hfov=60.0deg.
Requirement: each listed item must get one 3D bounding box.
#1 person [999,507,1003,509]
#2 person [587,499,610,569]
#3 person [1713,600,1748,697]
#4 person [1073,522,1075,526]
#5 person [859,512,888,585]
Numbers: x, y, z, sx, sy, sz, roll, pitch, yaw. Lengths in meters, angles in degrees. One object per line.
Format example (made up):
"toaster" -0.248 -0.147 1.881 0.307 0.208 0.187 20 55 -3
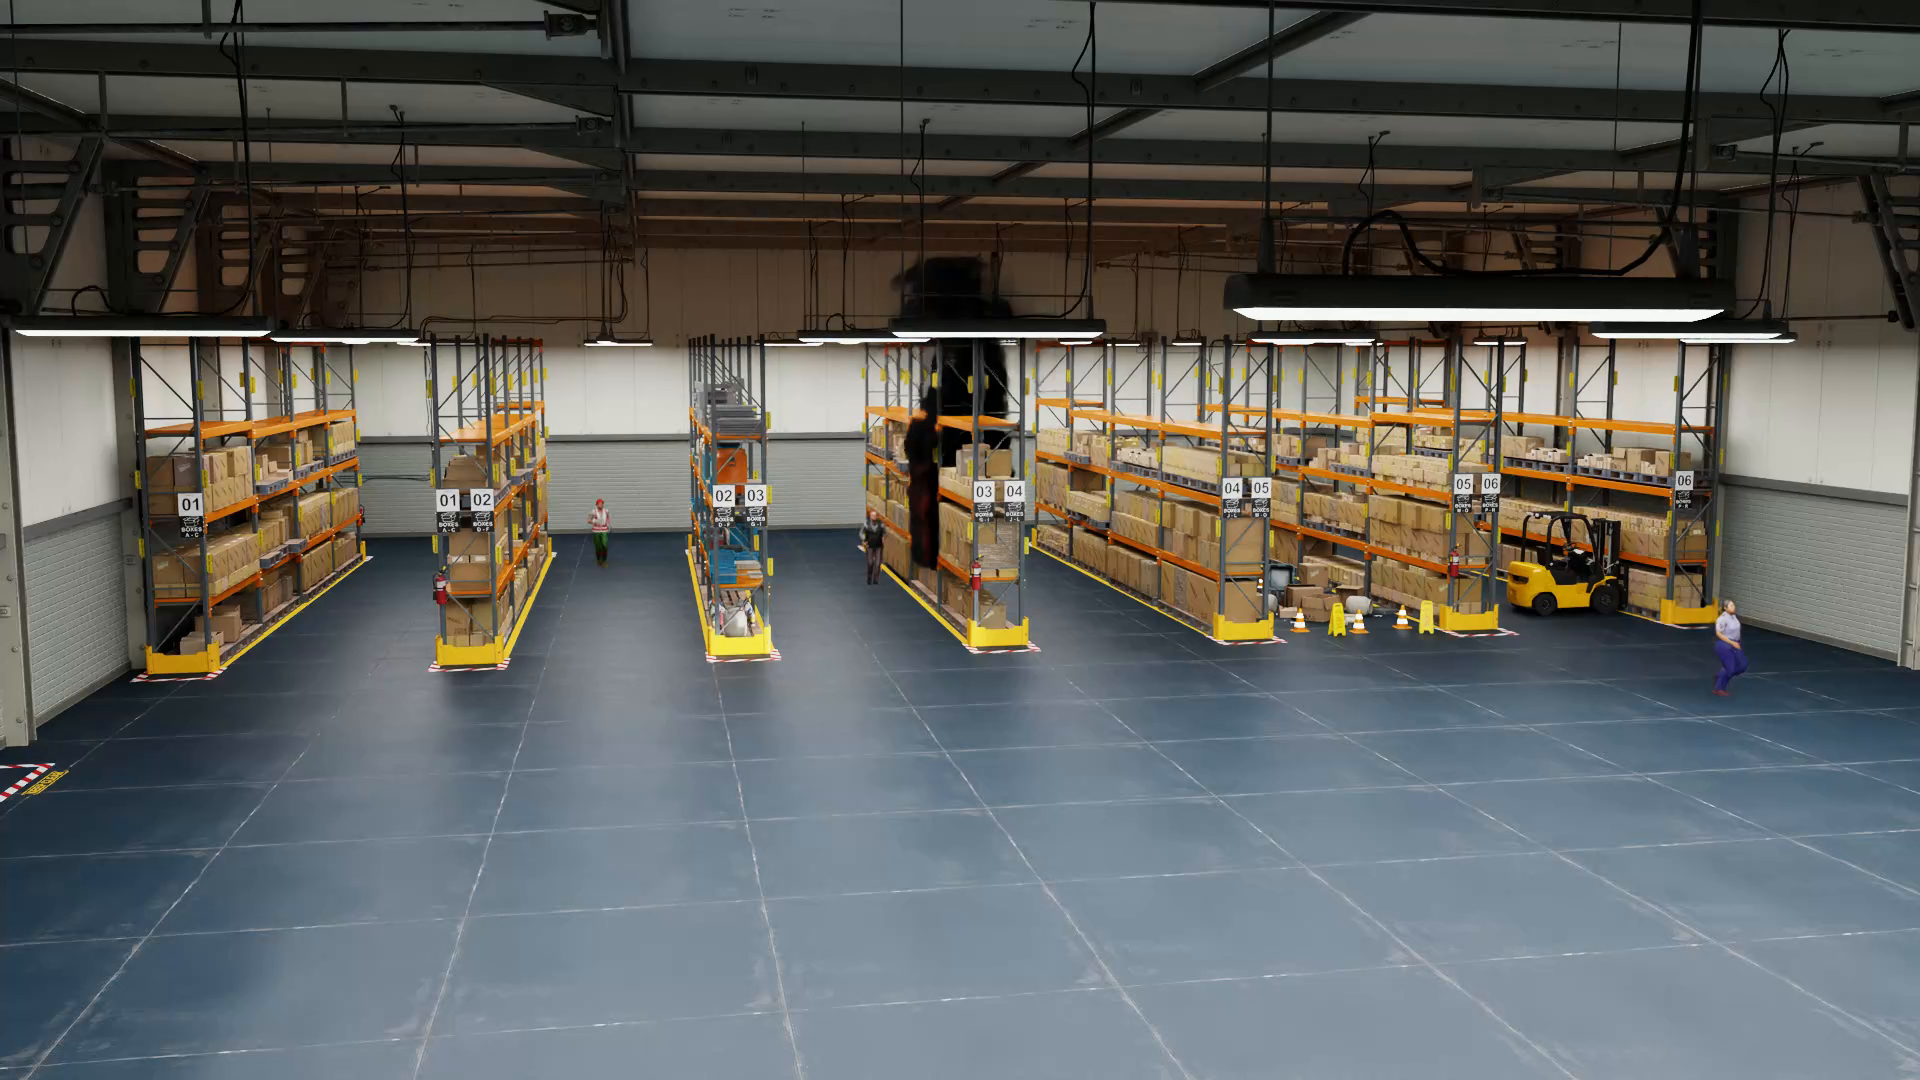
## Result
"person" 0.922 -0.685 48.344 0.737 1.733 0.977 3 7 24
"person" -9.504 -0.169 43.792 0.616 1.852 0.789 -2 7 -20
"person" 12.753 1.787 27.518 0.612 1.608 0.478 -6 9 -42
"person" 3.428 -0.716 49.739 0.485 1.550 0.579 4 8 32
"person" -1.976 0.204 38.430 0.654 1.714 0.560 -1 7 -11
